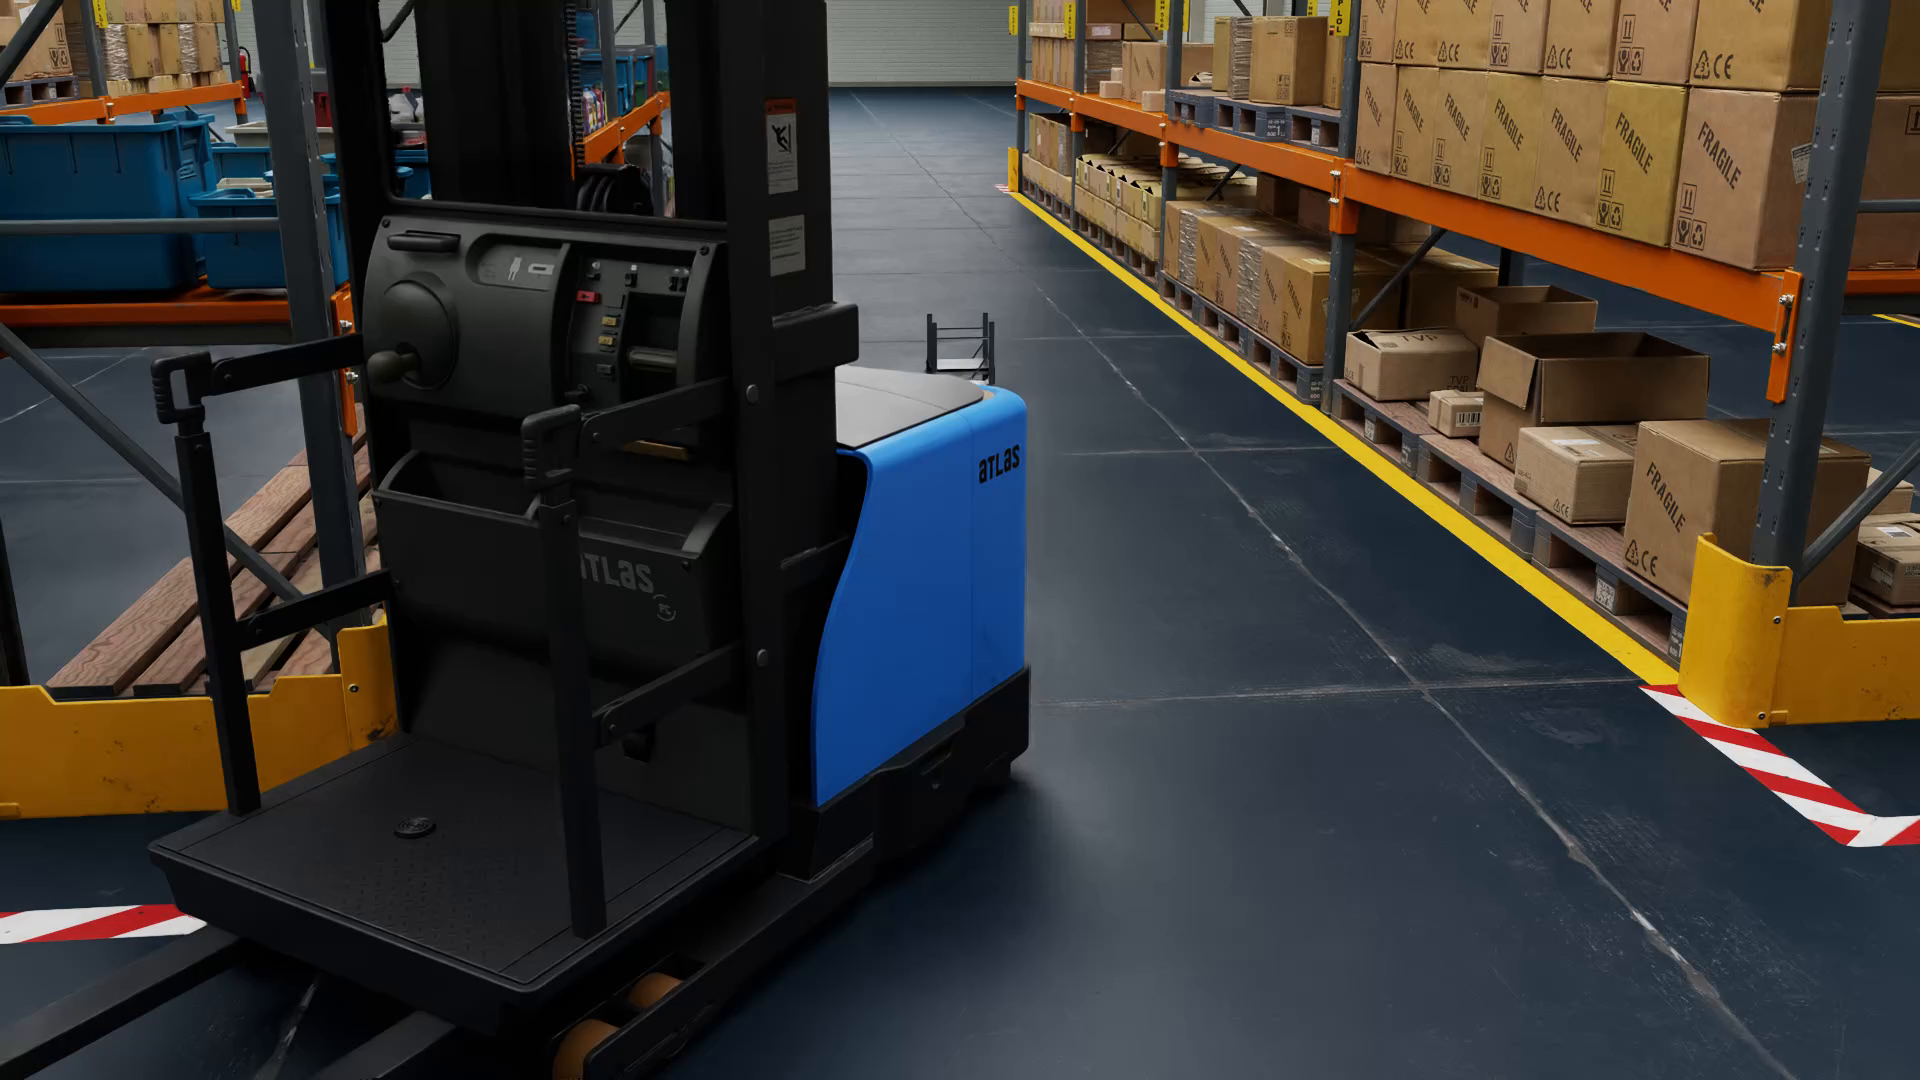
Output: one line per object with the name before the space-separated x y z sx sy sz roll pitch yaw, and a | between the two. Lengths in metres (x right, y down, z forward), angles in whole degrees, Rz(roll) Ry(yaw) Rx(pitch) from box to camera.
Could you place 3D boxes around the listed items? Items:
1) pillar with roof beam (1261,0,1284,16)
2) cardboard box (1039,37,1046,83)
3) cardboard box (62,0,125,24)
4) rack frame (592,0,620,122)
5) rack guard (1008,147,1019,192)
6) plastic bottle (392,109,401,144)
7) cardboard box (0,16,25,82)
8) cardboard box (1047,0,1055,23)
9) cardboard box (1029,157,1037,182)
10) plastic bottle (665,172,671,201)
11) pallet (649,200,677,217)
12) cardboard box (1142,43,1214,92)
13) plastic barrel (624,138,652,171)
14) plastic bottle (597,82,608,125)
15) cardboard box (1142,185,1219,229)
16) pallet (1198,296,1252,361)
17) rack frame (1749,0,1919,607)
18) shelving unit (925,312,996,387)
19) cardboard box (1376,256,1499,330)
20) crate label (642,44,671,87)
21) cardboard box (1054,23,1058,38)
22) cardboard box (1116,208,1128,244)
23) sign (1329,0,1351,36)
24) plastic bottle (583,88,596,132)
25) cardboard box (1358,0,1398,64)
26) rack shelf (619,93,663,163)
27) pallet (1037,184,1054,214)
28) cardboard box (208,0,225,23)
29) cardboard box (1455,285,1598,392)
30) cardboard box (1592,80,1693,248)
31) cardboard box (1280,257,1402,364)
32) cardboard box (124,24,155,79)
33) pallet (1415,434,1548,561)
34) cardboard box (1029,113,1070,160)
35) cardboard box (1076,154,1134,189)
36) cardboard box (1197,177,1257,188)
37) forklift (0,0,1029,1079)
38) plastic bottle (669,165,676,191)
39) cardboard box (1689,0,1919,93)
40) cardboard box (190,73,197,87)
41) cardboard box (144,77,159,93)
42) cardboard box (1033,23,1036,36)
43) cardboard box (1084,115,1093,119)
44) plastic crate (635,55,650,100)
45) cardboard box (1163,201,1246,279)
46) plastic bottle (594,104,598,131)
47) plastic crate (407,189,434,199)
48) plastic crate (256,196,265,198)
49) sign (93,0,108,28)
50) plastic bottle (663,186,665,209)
pillar with roof beam | 1.523 -11.963 29.757 9.100 9.000 0.400 -2 18 -6
cardboard box | 1.277 -5.438 18.823 0.700 0.500 0.500 -1 17 -4
cardboard box | -8.052 -4.998 15.255 0.500 0.500 0.500 -2 18 -6
rack frame | -2.919 -3.150 11.704 1.000 3.000 0.127 -2 18 -6
rack guard | 1.181 -4.500 20.177 1.175 0.500 0.348 -2 18 -6
plastic bottle | -2.869 -2.007 8.269 0.152 0.276 0.135 -2 18 -6
cardboard box | -7.988 -3.925 13.298 0.797 0.503 0.637 0 17 0
cardboard box | 1.336 -5.890 18.099 0.700 0.500 0.500 -2 18 -5
cardboard box | 1.072 -4.259 19.124 0.500 0.250 0.500 -2 18 -6
plastic bottle | -2.997 -3.616 16.988 0.061 0.283 0.133 -1 17 -3
pallet | -3.359 -3.213 16.559 1.003 0.211 1.213 -2 18 -6
cardboard box | 1.819 -3.849 13.764 0.500 0.500 0.500 -3 18 -9
plastic barrel | -3.549 -4.204 18.513 0.421 0.512 0.421 0 17 0
plastic bottle | -2.453 -2.987 11.379 0.061 0.283 0.133 -2 18 -6
cardboard box | 1.709 -2.607 12.926 0.500 0.311 0.500 -1 17 -4
pallet | 2.170 -1.386 10.738 1.003 0.211 1.213 -2 18 -6
rack frame | 2.833 -0.919 4.596 1.000 3.000 0.127 -2 18 -6
shelving unit | 0.001 -0.427 6.535 0.258 0.900 0.210 -2 18 -6
cardboard box | 2.613 -1.279 9.183 0.500 0.500 0.500 -3 18 -8
crate label | -3.285 -5.011 17.571 0.502 0.435 0.616 -2 18 -6
cardboard box | 1.195 -5.383 17.566 0.380 0.149 0.250 -1 17 -4
cardboard box | 1.606 -2.643 13.978 0.500 0.250 0.500 -1 17 -4
sign | 1.869 -2.645 8.160 0.100 0.325 0.005 -2 18 -6
plastic bottle | -2.395 -2.762 10.681 0.097 0.271 0.097 0 17 0
cardboard box | 2.190 -2.486 7.752 0.500 0.500 0.500 -1 17 -4
rack shelf | -3.125 -3.403 13.710 1.077 0.370 4.000 -2 18 -6
pallet | 1.426 -3.766 18.321 1.003 0.211 1.213 -2 18 -6
cardboard box | -8.368 -5.891 18.102 0.500 0.500 0.500 -2 18 -6
cardboard box | 2.762 -0.967 8.188 0.500 0.500 0.500 -2 18 -6
cardboard box | 2.459 -1.246 5.471 0.500 0.500 0.500 -2 18 -5
cardboard box | 2.085 -1.266 9.140 0.500 0.500 0.500 -2 18 -6
cardboard box | -8.260 -4.665 15.864 0.875 0.500 0.500 -2 18 -6
pallet | 2.620 -0.211 6.997 1.003 0.211 1.213 -2 18 -6
cardboard box | 1.071 -4.616 19.011 0.500 0.500 0.500 -2 18 -6
cardboard box | 1.391 -3.519 15.832 0.500 0.311 0.500 -2 18 -5
cardboard box | 2.184 -2.780 13.476 0.500 0.311 0.500 -2 18 -7
forklift | -0.989 -0.461 3.253 1.130 2.935 3.031 10 20 29
plastic bottle | -3.089 -3.880 17.828 0.061 0.283 0.133 -1 17 -4
cardboard box | 2.514 -1.568 4.826 0.500 0.500 0.500 -2 18 -6
cardboard box | -8.339 -4.884 17.646 0.380 0.149 0.250 -2 18 -6
cardboard box | -8.067 -4.441 16.234 0.380 0.149 0.250 -2 18 -6
cardboard box | 1.039 -5.841 19.024 0.380 0.149 0.250 -2 18 -7
cardboard box | 1.652 -4.484 18.589 0.500 0.500 0.500 -2 18 -6
plastic crate | -2.908 -4.015 14.486 0.392 0.384 0.575 -2 18 -6
cardboard box | 1.771 -2.175 12.036 0.500 0.500 0.500 -1 17 -3
plastic bottle | -2.405 -2.758 10.784 0.097 0.201 0.097 0 17 0
plastic crate | -1.813 -1.054 5.365 0.250 0.136 0.298 -2 18 -6
plastic crate | -2.374 -0.994 5.175 0.396 0.136 0.243 -2 18 -6
sign | -7.707 -4.760 14.897 0.100 0.325 0.005 -2 18 -6
plastic bottle | -2.928 -3.359 16.188 0.097 0.271 0.097 0 17 0
